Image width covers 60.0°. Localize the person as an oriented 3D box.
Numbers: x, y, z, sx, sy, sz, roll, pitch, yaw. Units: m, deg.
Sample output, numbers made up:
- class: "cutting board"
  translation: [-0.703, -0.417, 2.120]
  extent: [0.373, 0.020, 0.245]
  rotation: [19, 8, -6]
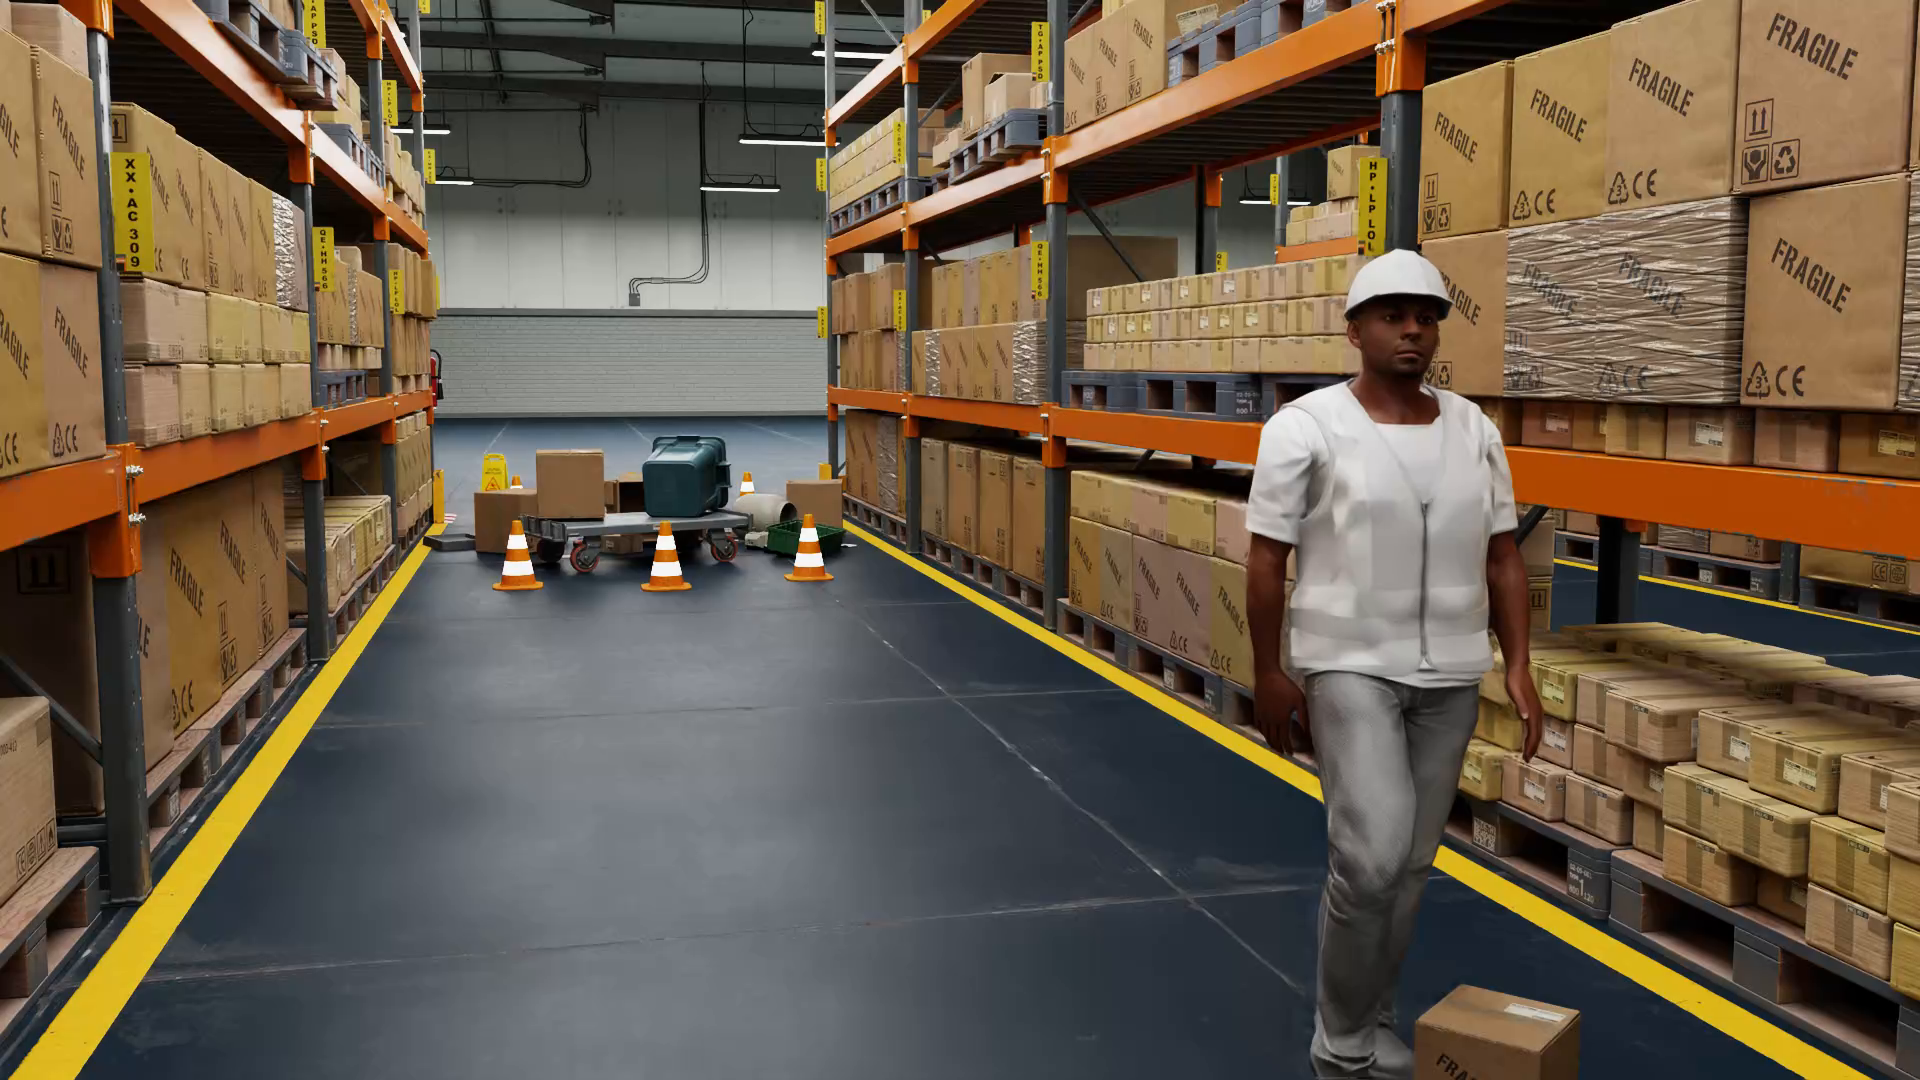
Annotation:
- class: "person"
  translation: [0.907, 0.320, 3.444]
  extent: [0.567, 1.829, 0.513]
  rotation: [-2, 6, -14]
